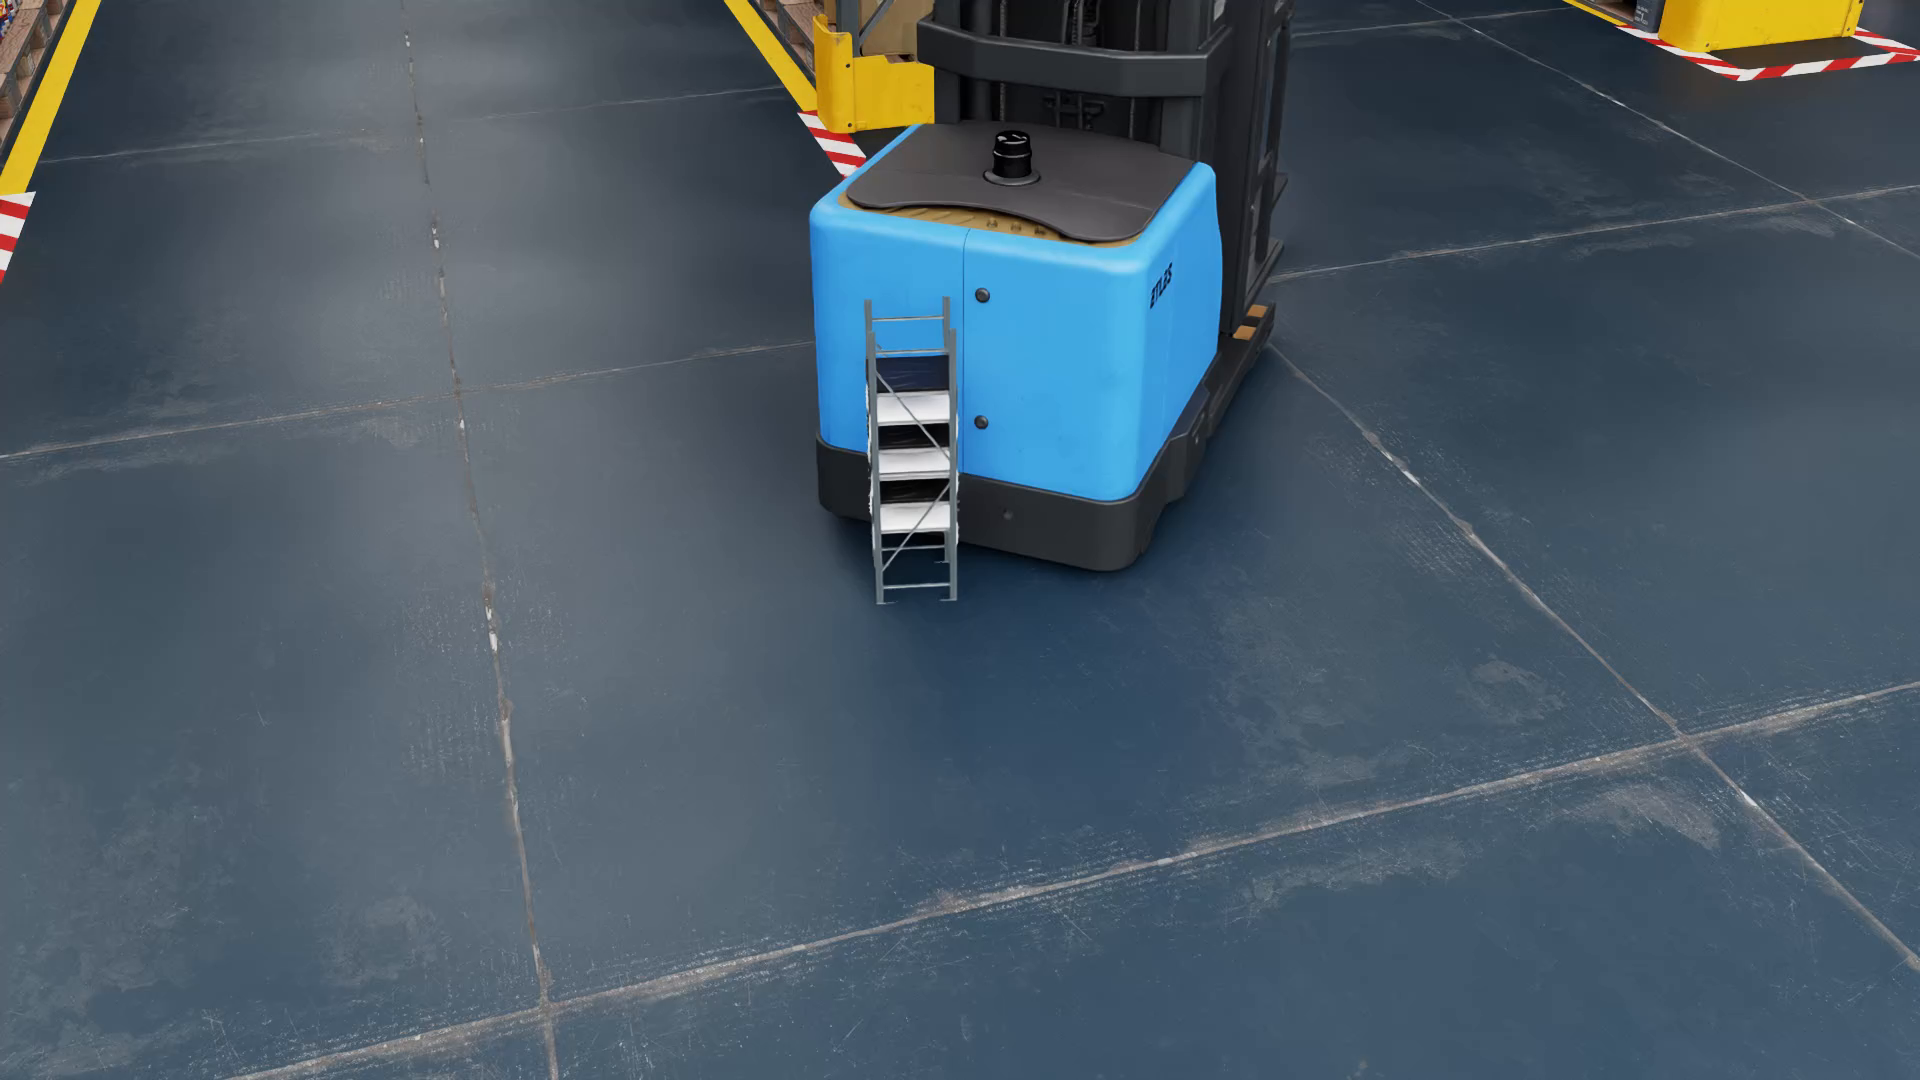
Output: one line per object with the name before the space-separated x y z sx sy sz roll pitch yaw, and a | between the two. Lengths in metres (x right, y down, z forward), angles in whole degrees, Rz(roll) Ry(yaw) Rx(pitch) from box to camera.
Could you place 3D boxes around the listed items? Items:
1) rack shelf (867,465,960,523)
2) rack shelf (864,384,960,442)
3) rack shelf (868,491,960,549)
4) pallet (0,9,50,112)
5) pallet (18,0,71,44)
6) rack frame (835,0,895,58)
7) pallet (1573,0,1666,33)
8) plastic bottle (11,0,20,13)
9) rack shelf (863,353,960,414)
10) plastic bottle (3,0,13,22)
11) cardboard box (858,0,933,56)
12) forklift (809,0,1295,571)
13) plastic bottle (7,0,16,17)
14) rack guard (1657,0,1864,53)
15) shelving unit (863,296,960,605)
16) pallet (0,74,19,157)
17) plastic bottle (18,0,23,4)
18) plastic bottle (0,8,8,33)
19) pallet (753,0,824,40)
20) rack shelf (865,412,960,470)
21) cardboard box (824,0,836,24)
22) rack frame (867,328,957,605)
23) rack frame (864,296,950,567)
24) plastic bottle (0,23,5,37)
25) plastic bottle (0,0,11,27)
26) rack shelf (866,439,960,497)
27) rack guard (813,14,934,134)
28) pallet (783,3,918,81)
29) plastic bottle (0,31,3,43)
rack shelf | -0.138 -0.141 4.871 0.258 0.077 0.200 -3 34 -4
rack shelf | -0.138 -0.366 4.722 0.258 0.077 0.200 -3 34 -4
rack shelf | -0.138 -0.066 4.920 0.258 0.077 0.200 -3 34 -4
pallet | -5.512 -2.528 8.885 1.003 0.211 1.213 -10 35 -15
pallet | -5.888 -3.170 9.856 1.003 0.211 1.213 -10 35 -15
rack frame | -0.116 -3.426 7.714 1.000 3.000 0.127 -10 35 -15
pallet | 4.320 -3.450 10.280 1.003 0.211 1.213 -10 35 -15
plastic bottle | -5.380 -3.094 9.283 0.152 0.276 0.135 -9 35 -14
rack shelf | -0.138 -0.441 4.672 0.258 0.077 0.200 -3 34 -4
plastic bottle | -5.286 -2.981 9.117 0.097 0.271 0.097 0 33 0
cardboard box | -0.291 -2.889 8.787 0.500 0.500 0.500 -4 34 -6
forklift | 0.562 -1.933 5.517 1.130 2.935 3.031 12 35 18
plastic bottle | -5.317 -3.006 9.217 0.097 0.201 0.097 0 33 0
rack guard | 4.645 -3.151 9.566 1.175 0.500 0.348 -10 35 -15
shelving unit | -0.138 -0.244 4.803 0.258 0.900 0.210 -3 34 -4
pallet | -5.144 -1.889 7.917 1.003 0.211 1.213 -10 35 -15
plastic bottle | -5.425 -3.211 9.393 0.144 0.351 0.185 -10 35 -15
plastic bottle | -5.225 -2.875 8.956 0.097 0.271 0.097 0 33 0
pallet | -0.722 -3.374 10.165 1.003 0.211 1.213 -10 35 -15
rack shelf | -0.138 -0.291 4.772 0.258 0.077 0.200 -3 34 -4
cardboard box | -0.506 -3.197 9.254 0.500 0.500 0.500 -1 33 -2
rack frame | -0.129 -0.188 4.718 0.240 0.900 0.006 -3 34 -4
rack frame | -0.147 -0.300 4.887 0.240 0.900 0.006 -3 34 -4
plastic bottle | -5.194 -2.822 8.876 0.097 0.271 0.097 0 33 0
plastic bottle | -5.255 -2.898 9.054 0.097 0.201 0.097 0 33 0
rack shelf | -0.138 -0.216 4.821 0.258 0.077 0.200 -3 34 -4
rack guard | -0.139 -2.423 8.463 1.175 0.500 0.348 -10 35 -15
pallet | -0.354 -2.735 9.197 1.003 0.211 1.213 -10 35 -15
plastic bottle | -5.141 -2.769 8.785 0.061 0.283 0.133 -9 35 -14
